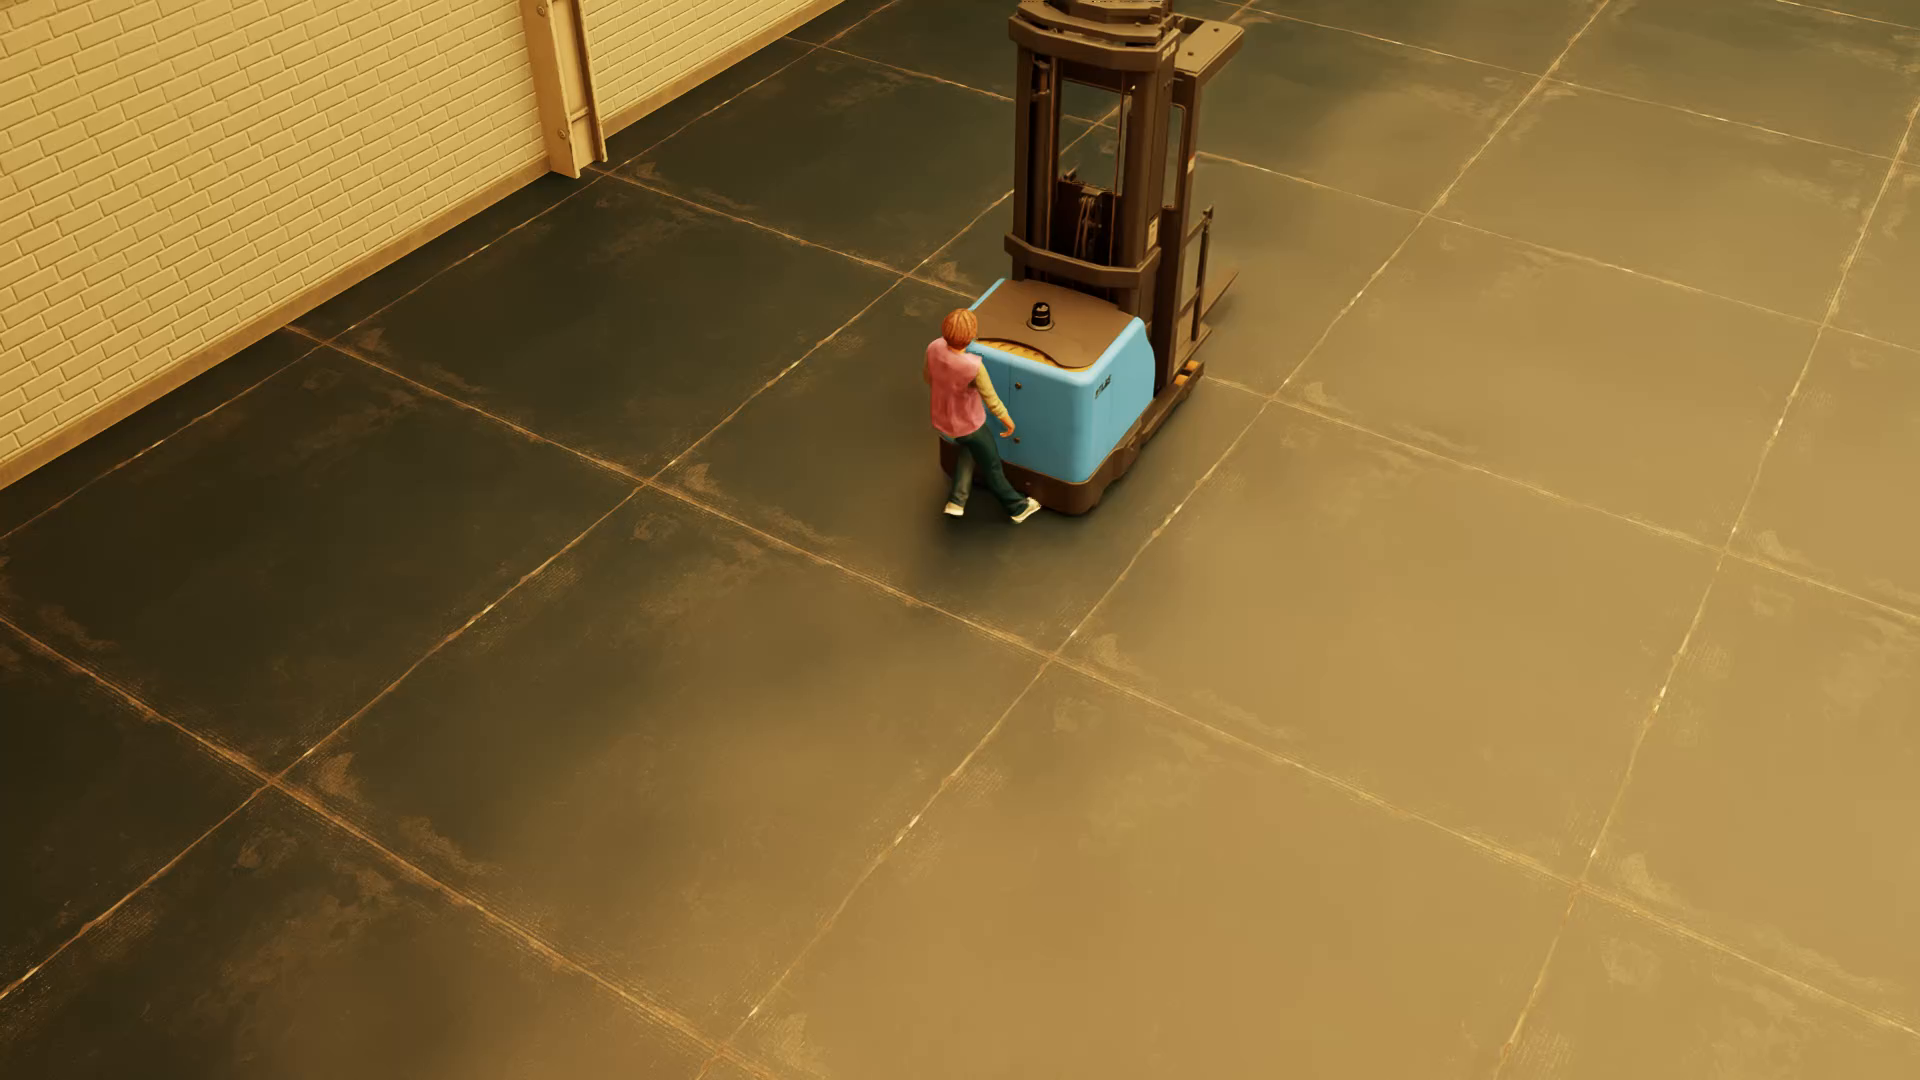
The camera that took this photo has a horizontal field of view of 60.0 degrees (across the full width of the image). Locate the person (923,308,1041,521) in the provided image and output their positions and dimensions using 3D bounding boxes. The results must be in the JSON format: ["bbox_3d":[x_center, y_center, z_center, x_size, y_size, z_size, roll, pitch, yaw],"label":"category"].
[{"bbox_3d":[0.131,-0.774,9.982,0.593,1.486,0.634,32,50,32],"label":"person"}]

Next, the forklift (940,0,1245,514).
[{"bbox_3d":[1.032,-2.215,10.581,1.130,2.935,3.031,20,44,22],"label":"forklift"}]
